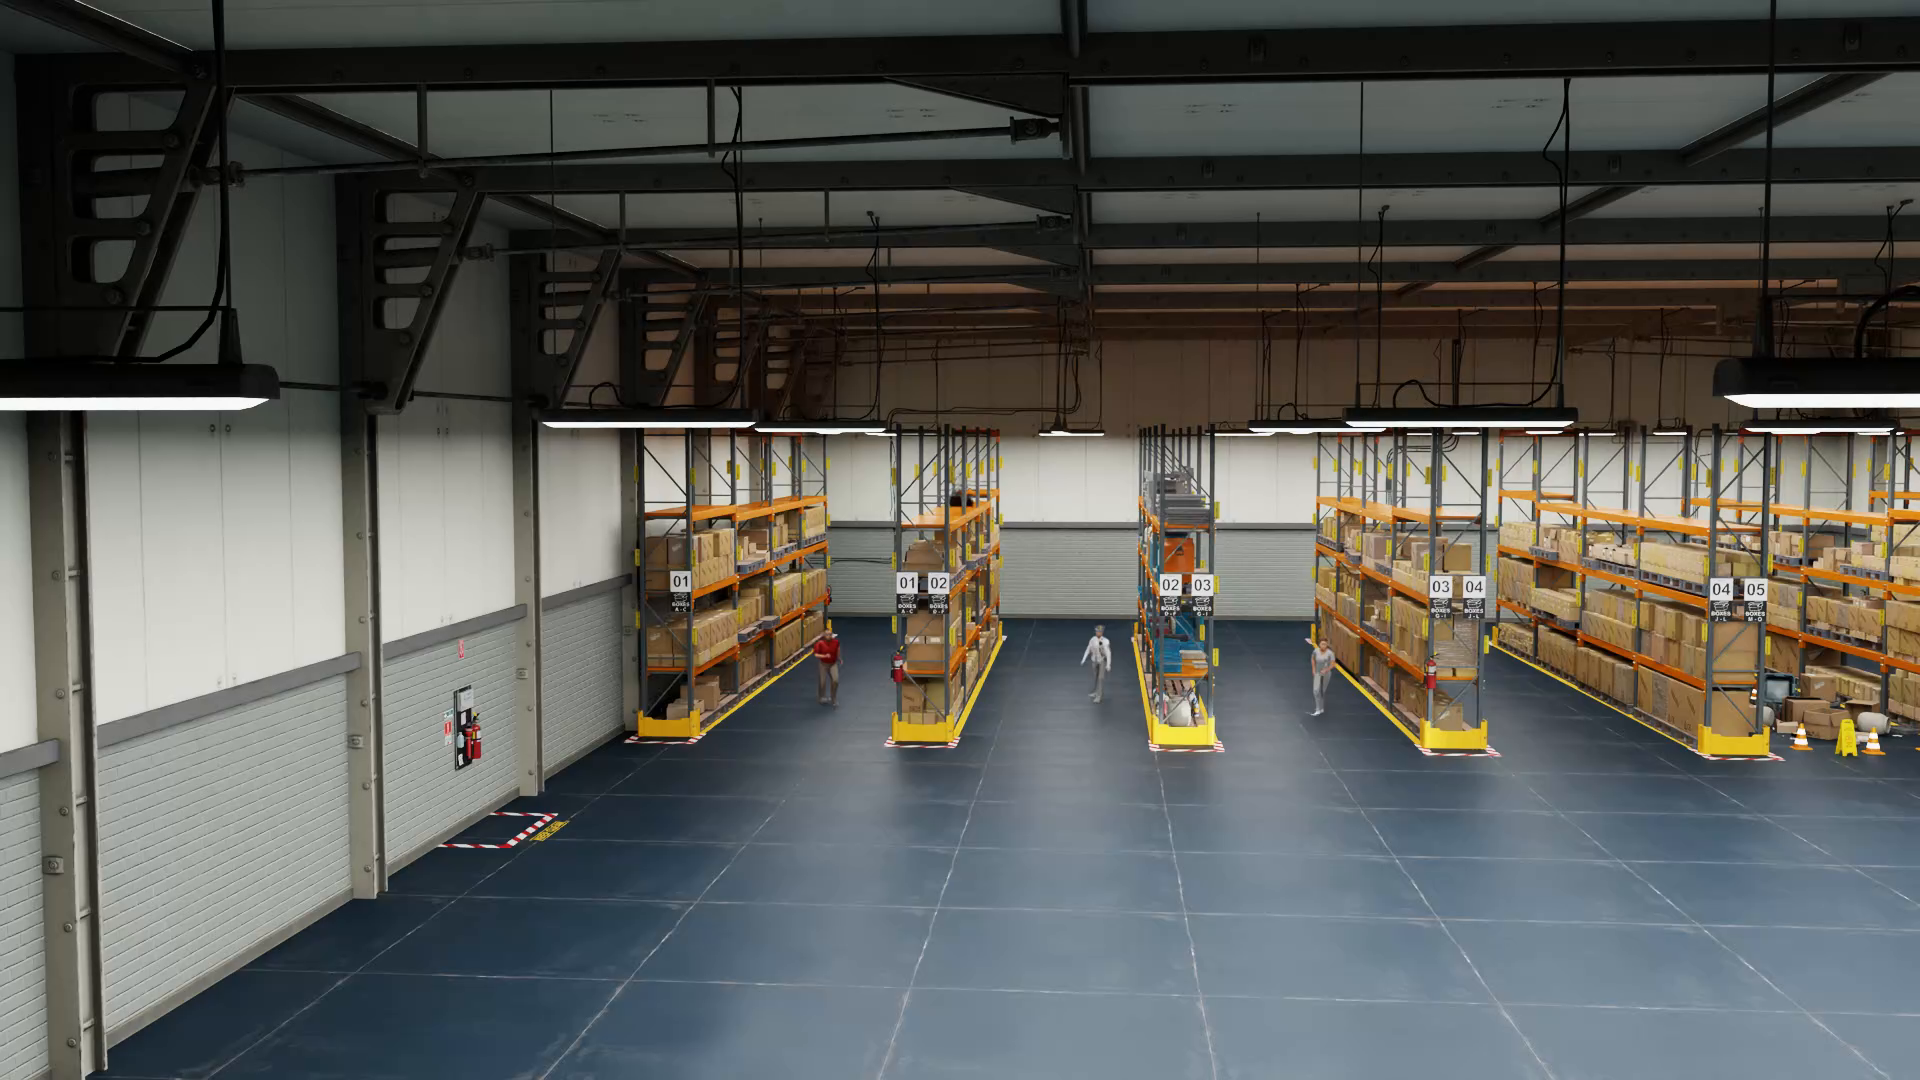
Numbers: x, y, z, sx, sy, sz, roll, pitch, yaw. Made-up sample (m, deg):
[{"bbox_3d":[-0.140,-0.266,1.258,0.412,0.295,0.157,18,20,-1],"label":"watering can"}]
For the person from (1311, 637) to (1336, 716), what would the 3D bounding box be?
[{"bbox_3d":[7.571,2.817,34.620,0.517,1.646,0.816,1,4,15],"label":"person"}]

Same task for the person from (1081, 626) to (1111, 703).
[{"bbox_3d":[3.010,2.689,36.438,0.648,1.660,0.745,3,4,39],"label":"person"}]

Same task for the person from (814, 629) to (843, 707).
[{"bbox_3d":[-2.827,2.734,35.635,0.668,1.695,0.987,-1,4,-16],"label":"person"}]
